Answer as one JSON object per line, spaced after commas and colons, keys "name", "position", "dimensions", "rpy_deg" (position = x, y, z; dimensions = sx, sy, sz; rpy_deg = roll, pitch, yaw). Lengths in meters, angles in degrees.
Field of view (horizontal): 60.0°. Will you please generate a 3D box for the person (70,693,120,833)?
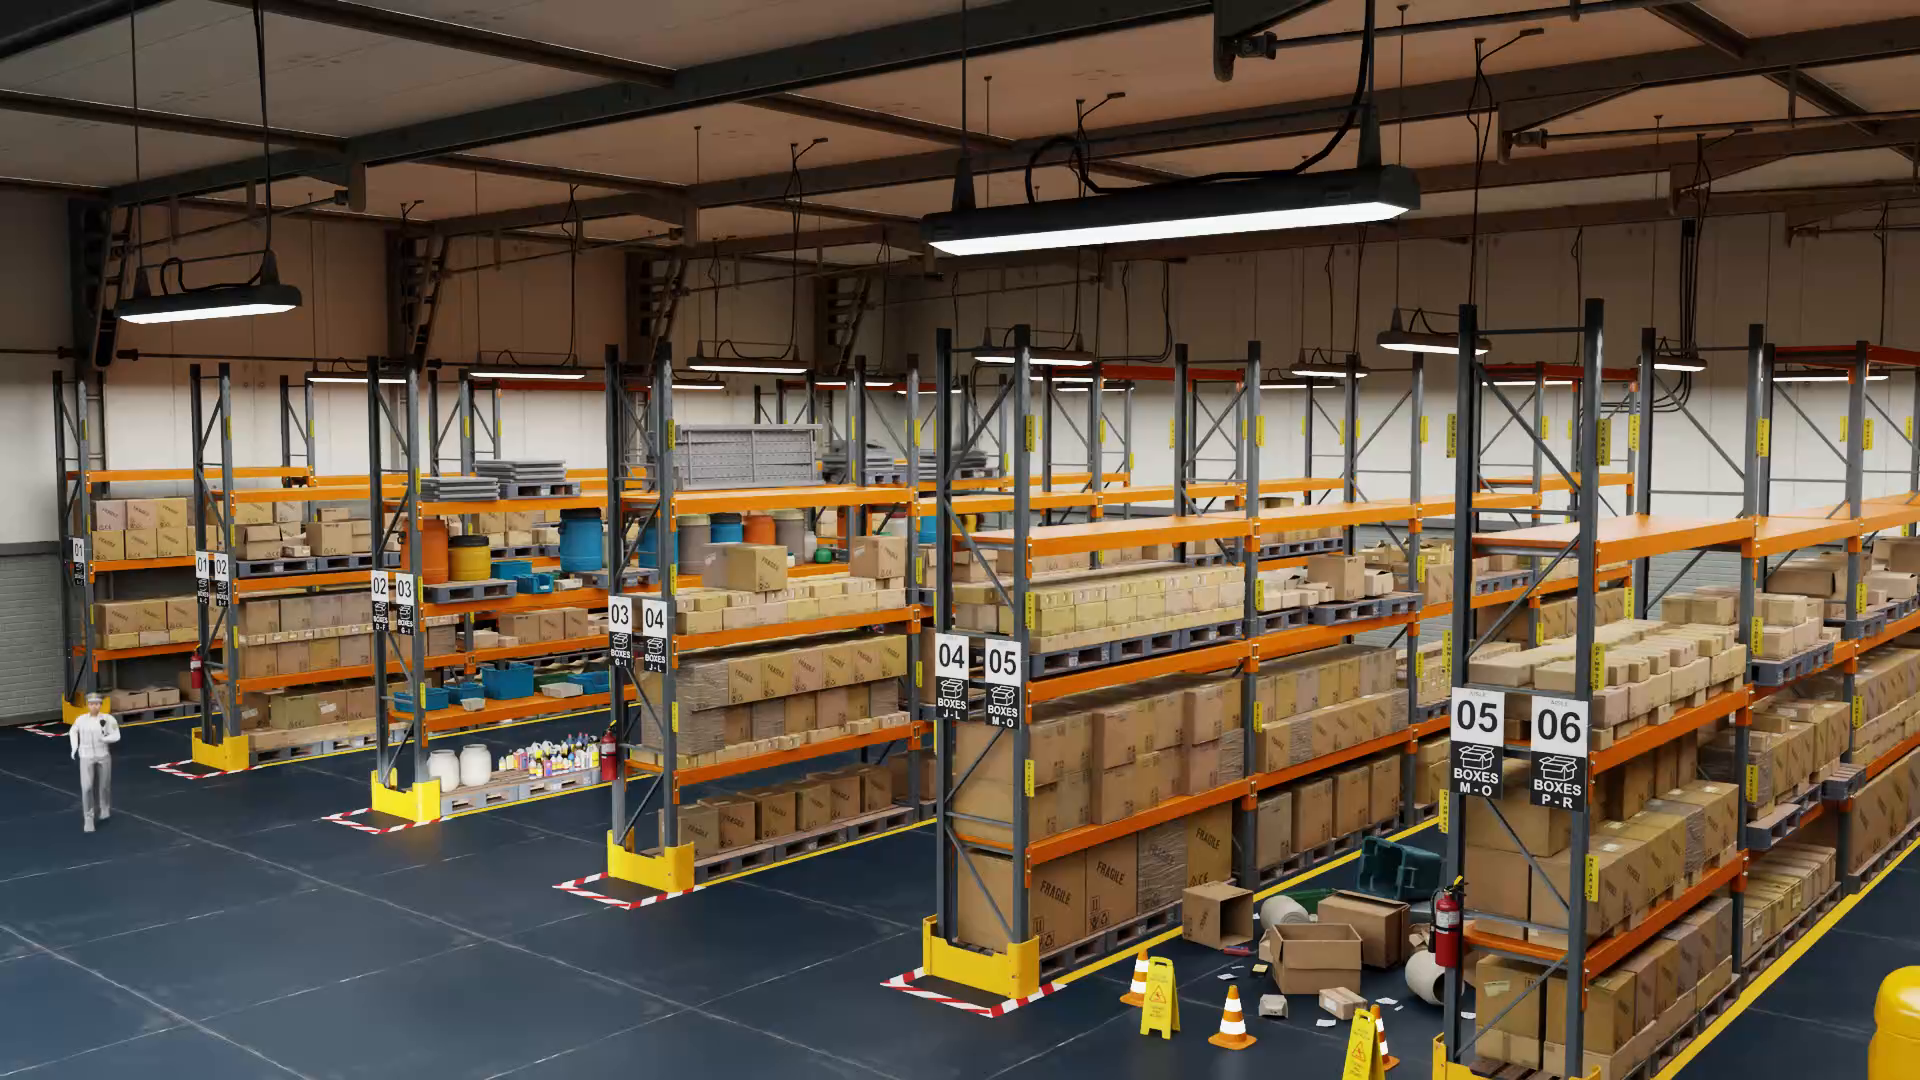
{"name": "person", "position": [-10.971, 2.795, 21.111], "dimensions": [0.583, 1.753, 0.765], "rpy_deg": [-2, 5, -25]}
